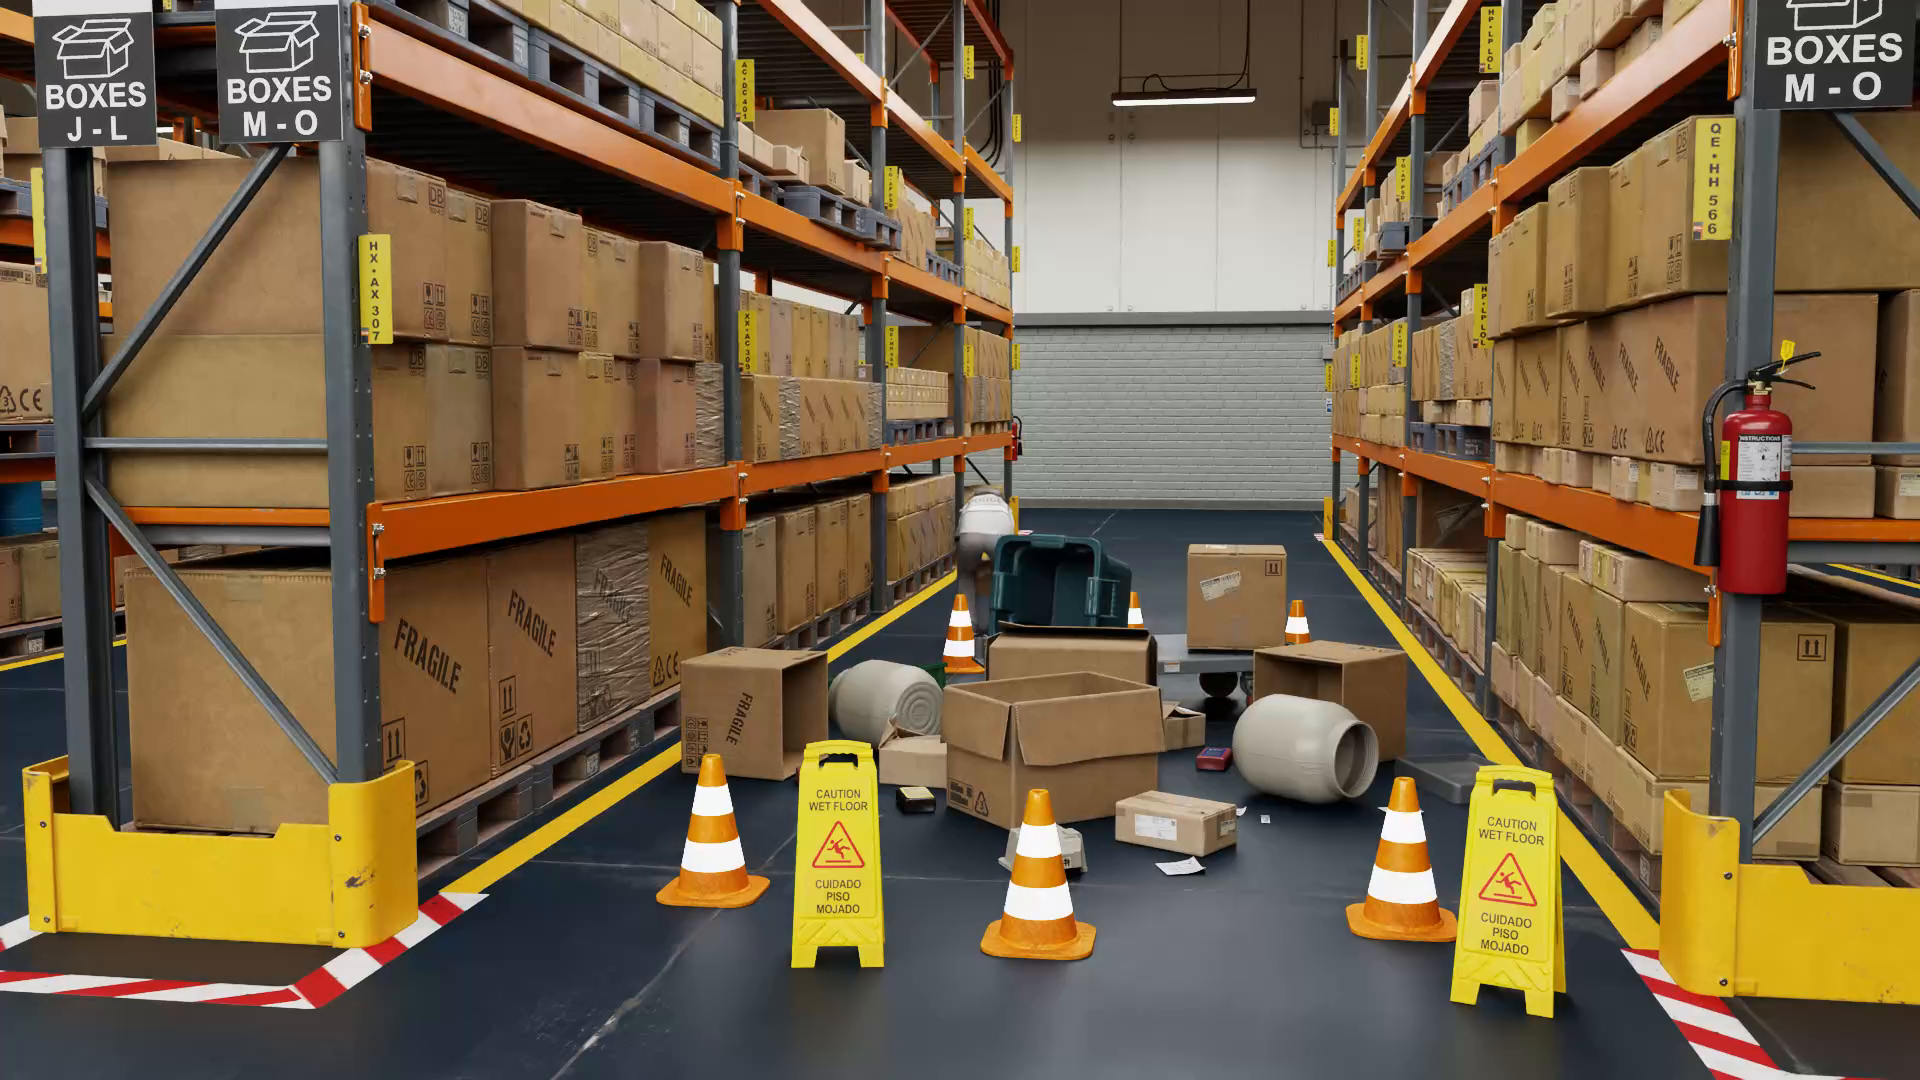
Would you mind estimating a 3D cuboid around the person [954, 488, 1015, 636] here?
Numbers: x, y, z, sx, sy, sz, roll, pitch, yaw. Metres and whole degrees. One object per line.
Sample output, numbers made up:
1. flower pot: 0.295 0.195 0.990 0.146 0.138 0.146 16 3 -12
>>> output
1. person: 0.200 0.160 11.891 0.452 1.030 0.932 0 5 5
